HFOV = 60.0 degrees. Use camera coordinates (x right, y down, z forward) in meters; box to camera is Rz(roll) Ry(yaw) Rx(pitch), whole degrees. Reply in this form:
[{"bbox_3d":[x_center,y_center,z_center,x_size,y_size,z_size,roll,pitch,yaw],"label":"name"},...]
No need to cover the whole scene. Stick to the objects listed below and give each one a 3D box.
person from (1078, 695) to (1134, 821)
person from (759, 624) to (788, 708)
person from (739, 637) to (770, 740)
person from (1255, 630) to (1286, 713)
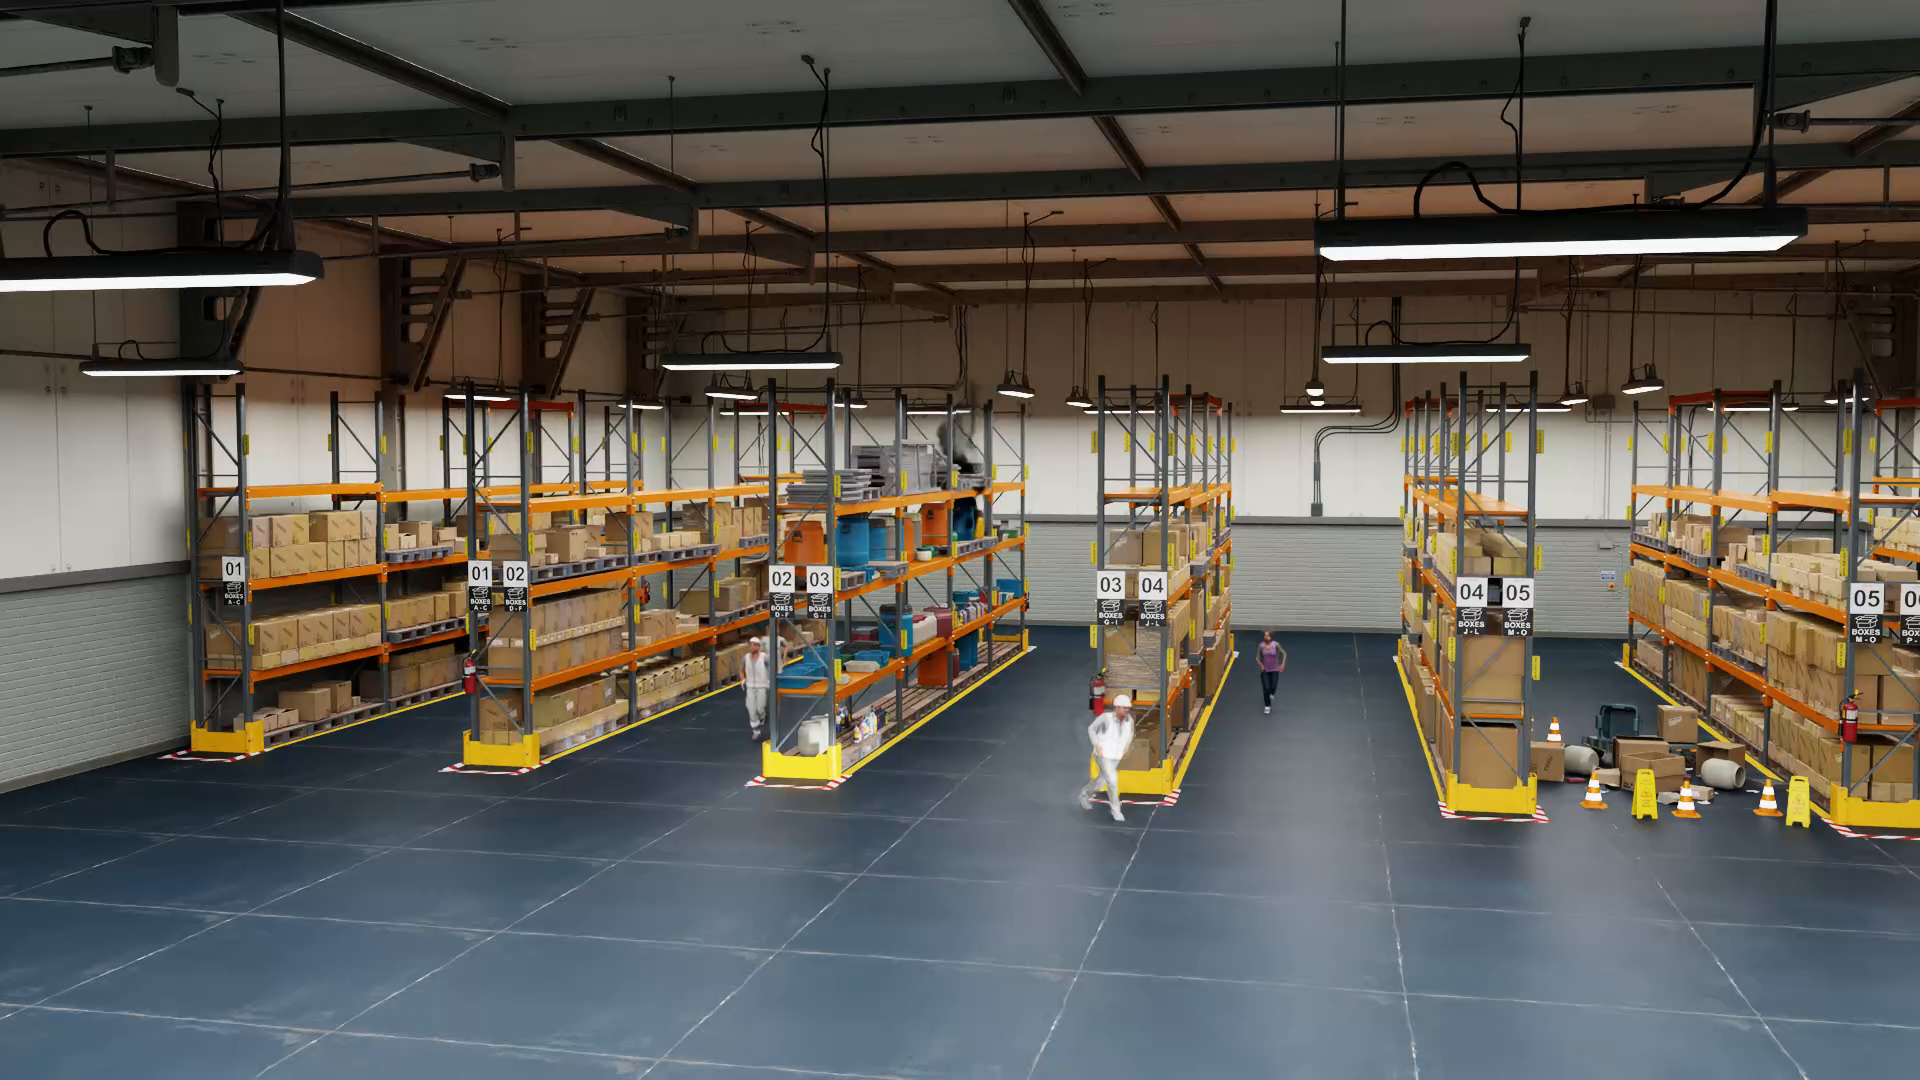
[{"bbox_3d":[1.982,2.903,22.431,0.667,1.723,0.988,-2,4,-30],"label":"person"},{"bbox_3d":[-3.480,2.389,30.955,0.518,1.696,0.887,0,3,6],"label":"person"},{"bbox_3d":[-3.452,2.521,28.174,0.654,1.744,0.532,0,3,8],"label":"person"},{"bbox_3d":[5.786,2.468,31.046,0.570,1.541,0.597,1,3,15],"label":"person"}]
